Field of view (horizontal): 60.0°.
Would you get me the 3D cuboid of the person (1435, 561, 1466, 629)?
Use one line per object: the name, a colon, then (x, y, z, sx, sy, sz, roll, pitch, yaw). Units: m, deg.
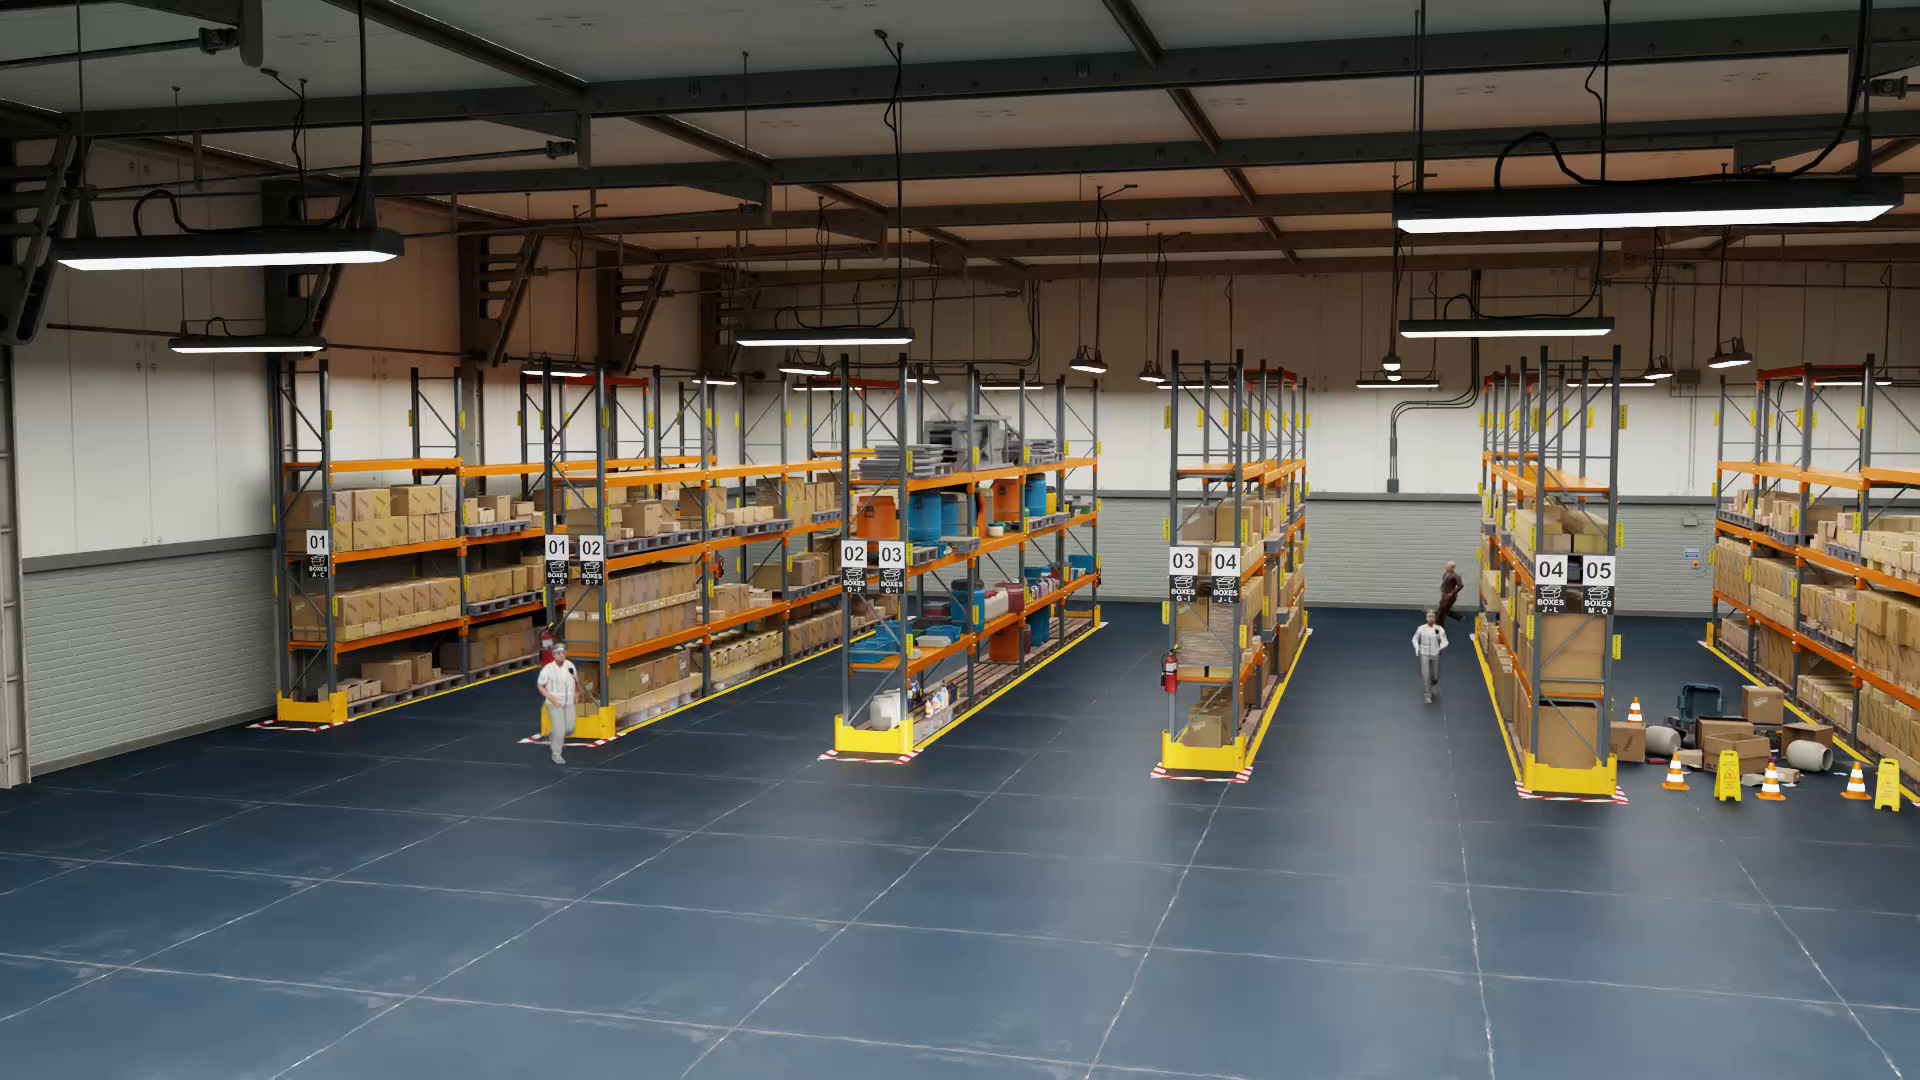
person: (11.622, 1.334, 39.256, 0.884, 1.690, 0.751, 0, 4, -7)

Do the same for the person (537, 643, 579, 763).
person: (-5.909, 2.382, 24.488, 0.688, 1.762, 0.666, -4, 6, -43)

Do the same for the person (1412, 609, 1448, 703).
person: (8.353, 2.046, 29.587, 0.622, 1.654, 0.717, 1, 4, 15)
